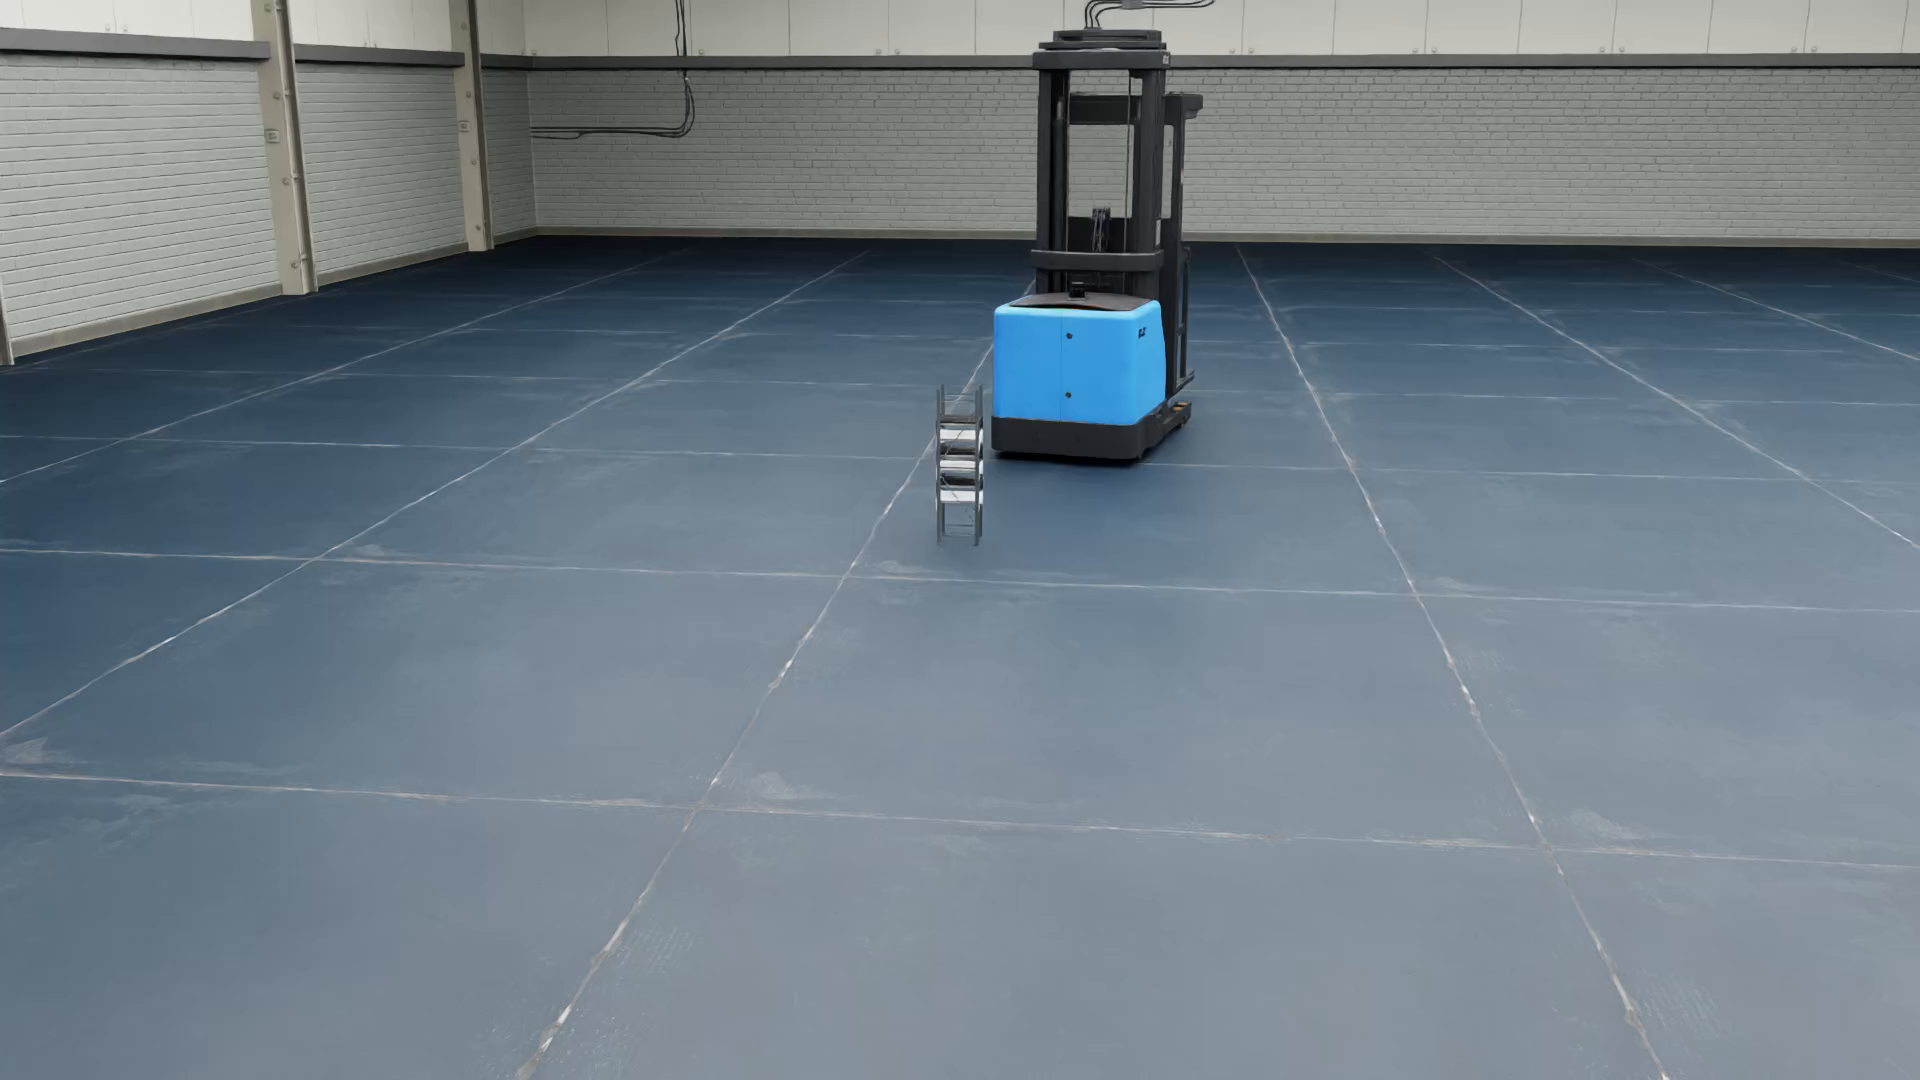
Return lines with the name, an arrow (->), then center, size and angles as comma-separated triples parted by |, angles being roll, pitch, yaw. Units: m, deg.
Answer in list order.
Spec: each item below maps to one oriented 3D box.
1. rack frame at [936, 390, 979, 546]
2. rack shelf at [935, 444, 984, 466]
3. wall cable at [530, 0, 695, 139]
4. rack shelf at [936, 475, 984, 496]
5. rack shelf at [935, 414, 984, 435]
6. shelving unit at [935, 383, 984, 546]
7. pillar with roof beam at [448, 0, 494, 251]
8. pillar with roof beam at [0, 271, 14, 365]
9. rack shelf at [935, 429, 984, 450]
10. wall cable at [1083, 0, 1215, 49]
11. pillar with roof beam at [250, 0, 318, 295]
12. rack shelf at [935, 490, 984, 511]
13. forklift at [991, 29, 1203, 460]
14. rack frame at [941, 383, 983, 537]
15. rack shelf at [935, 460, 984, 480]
rack frame -> -0.012, -0.406, 9.439 | 0.240, 0.900, 0.006 | 2, 15, 6
rack shelf -> -0.001, -0.487, 9.522 | 0.258, 0.077, 0.200 | 2, 15, 6
wall cable -> -6.196, -8.315, 29.121 | 3.097, 2.526, 0.112 | 2, 15, 6
rack shelf -> -0.001, -0.313, 9.569 | 0.258, 0.077, 0.200 | 2, 15, 6
rack shelf -> -0.001, -0.661, 9.475 | 0.258, 0.077, 0.200 | 2, 15, 6
shelving unit -> -0.001, -0.432, 9.537 | 0.258, 0.900, 0.210 | 2, 15, 6
pillar with roof beam -> -3.565, -8.962, 25.565 | 9.100, 9.000, 0.400 | 2, 15, 6
pillar with roof beam -> -4.919, -5.849, 14.055 | 9.100, 9.000, 0.400 | 2, 15, 6
rack shelf -> -0.001, -0.574, 9.499 | 0.258, 0.077, 0.200 | 2, 15, 6
wall cable -> 3.235, -11.172, 27.223 | 2.305, 6.003, 0.169 | 2, 15, 6
pillar with roof beam -> -4.242, -7.406, 19.810 | 9.100, 9.000, 0.400 | 2, 15, 6
rack shelf -> -0.001, -0.226, 9.592 | 0.258, 0.077, 0.200 | 2, 15, 6
forklift -> 1.184, -2.311, 12.593 | 1.130, 2.935, 3.031 | 5, 16, 18
rack frame -> 0.011, -0.459, 9.634 | 0.240, 0.900, 0.006 | 2, 15, 6
rack shelf -> -0.001, -0.400, 9.546 | 0.258, 0.077, 0.200 | 2, 15, 6
